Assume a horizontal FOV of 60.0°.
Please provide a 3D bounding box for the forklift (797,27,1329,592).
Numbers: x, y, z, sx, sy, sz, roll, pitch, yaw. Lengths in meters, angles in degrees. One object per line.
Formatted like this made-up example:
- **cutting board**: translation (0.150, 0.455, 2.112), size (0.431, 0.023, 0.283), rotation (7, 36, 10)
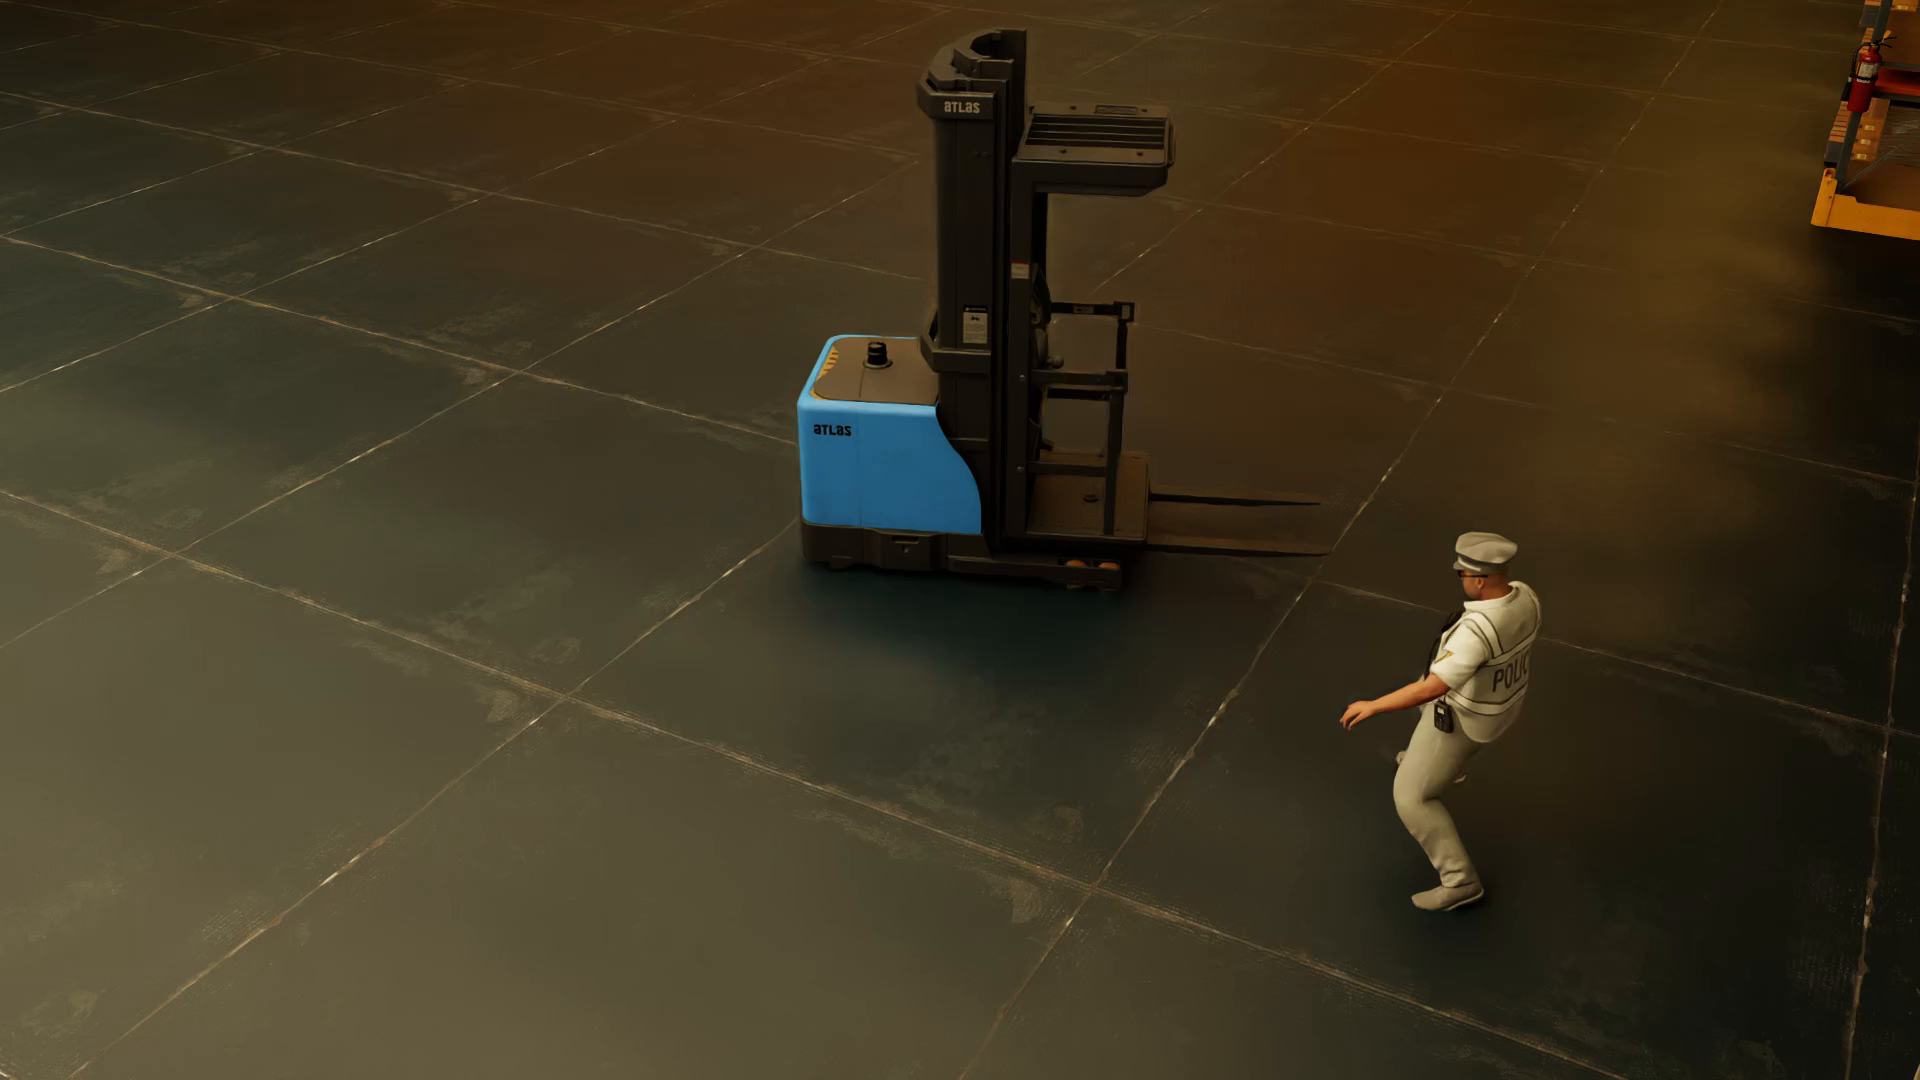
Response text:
- **forklift**: translation (0.632, -1.257, 9.248), size (3.031, 2.935, 1.130), rotation (4, 30, 6)

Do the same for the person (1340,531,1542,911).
- **person**: translation (2.137, 0.704, 7.228), size (0.781, 1.623, 0.967), rotation (26, 39, 37)
